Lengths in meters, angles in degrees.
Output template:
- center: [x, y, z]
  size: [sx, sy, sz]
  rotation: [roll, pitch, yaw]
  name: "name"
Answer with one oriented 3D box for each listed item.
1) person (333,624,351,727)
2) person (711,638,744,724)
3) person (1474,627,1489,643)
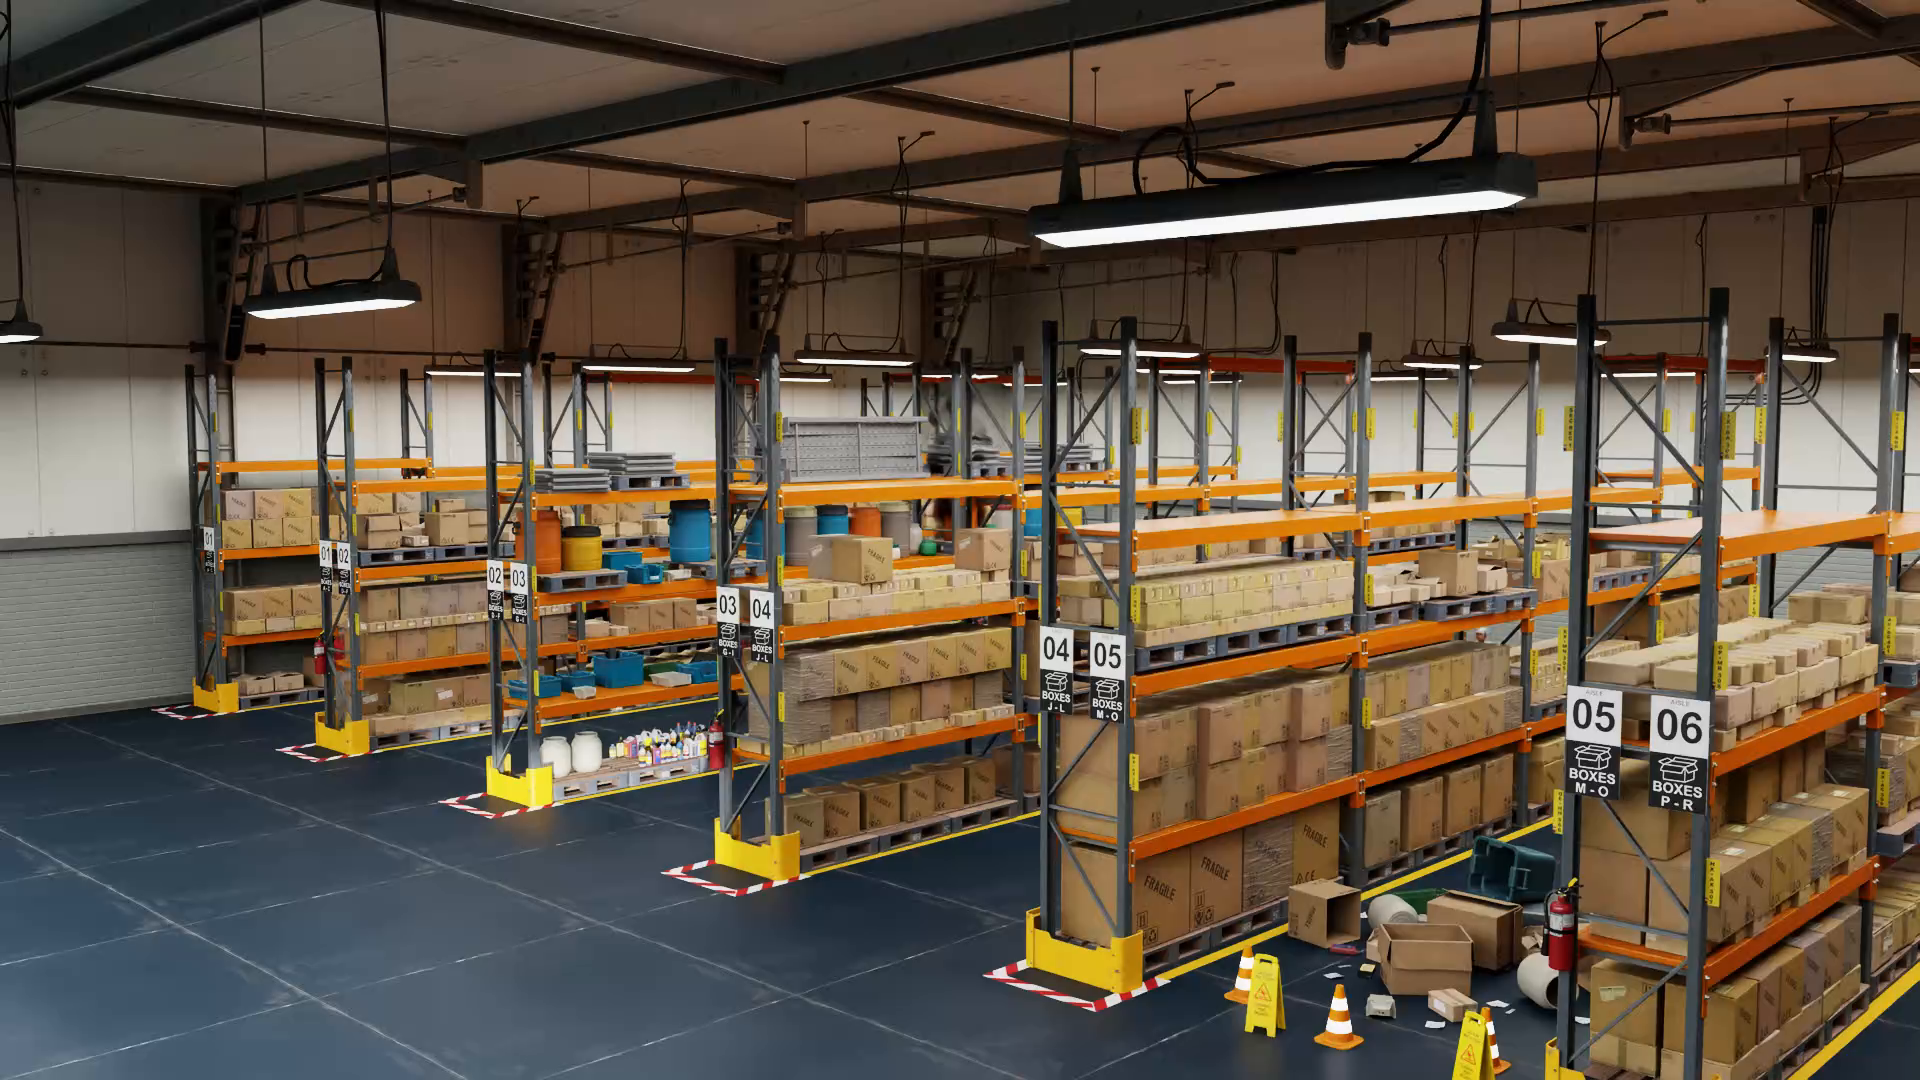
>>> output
- center: [-10.163, 2.228, 27.521]
  size: [0.643, 1.703, 1.003]
  rotation: [2, 5, 29]
  name: "person"
- center: [-3.892, 2.187, 27.738]
  size: [0.575, 1.644, 0.909]
  rotation: [3, 5, 35]
  name: "person"
- center: [8.615, 2.247, 27.551]
  size: [0.606, 1.616, 0.580]
  rotation: [3, 5, 36]
  name: "person"
